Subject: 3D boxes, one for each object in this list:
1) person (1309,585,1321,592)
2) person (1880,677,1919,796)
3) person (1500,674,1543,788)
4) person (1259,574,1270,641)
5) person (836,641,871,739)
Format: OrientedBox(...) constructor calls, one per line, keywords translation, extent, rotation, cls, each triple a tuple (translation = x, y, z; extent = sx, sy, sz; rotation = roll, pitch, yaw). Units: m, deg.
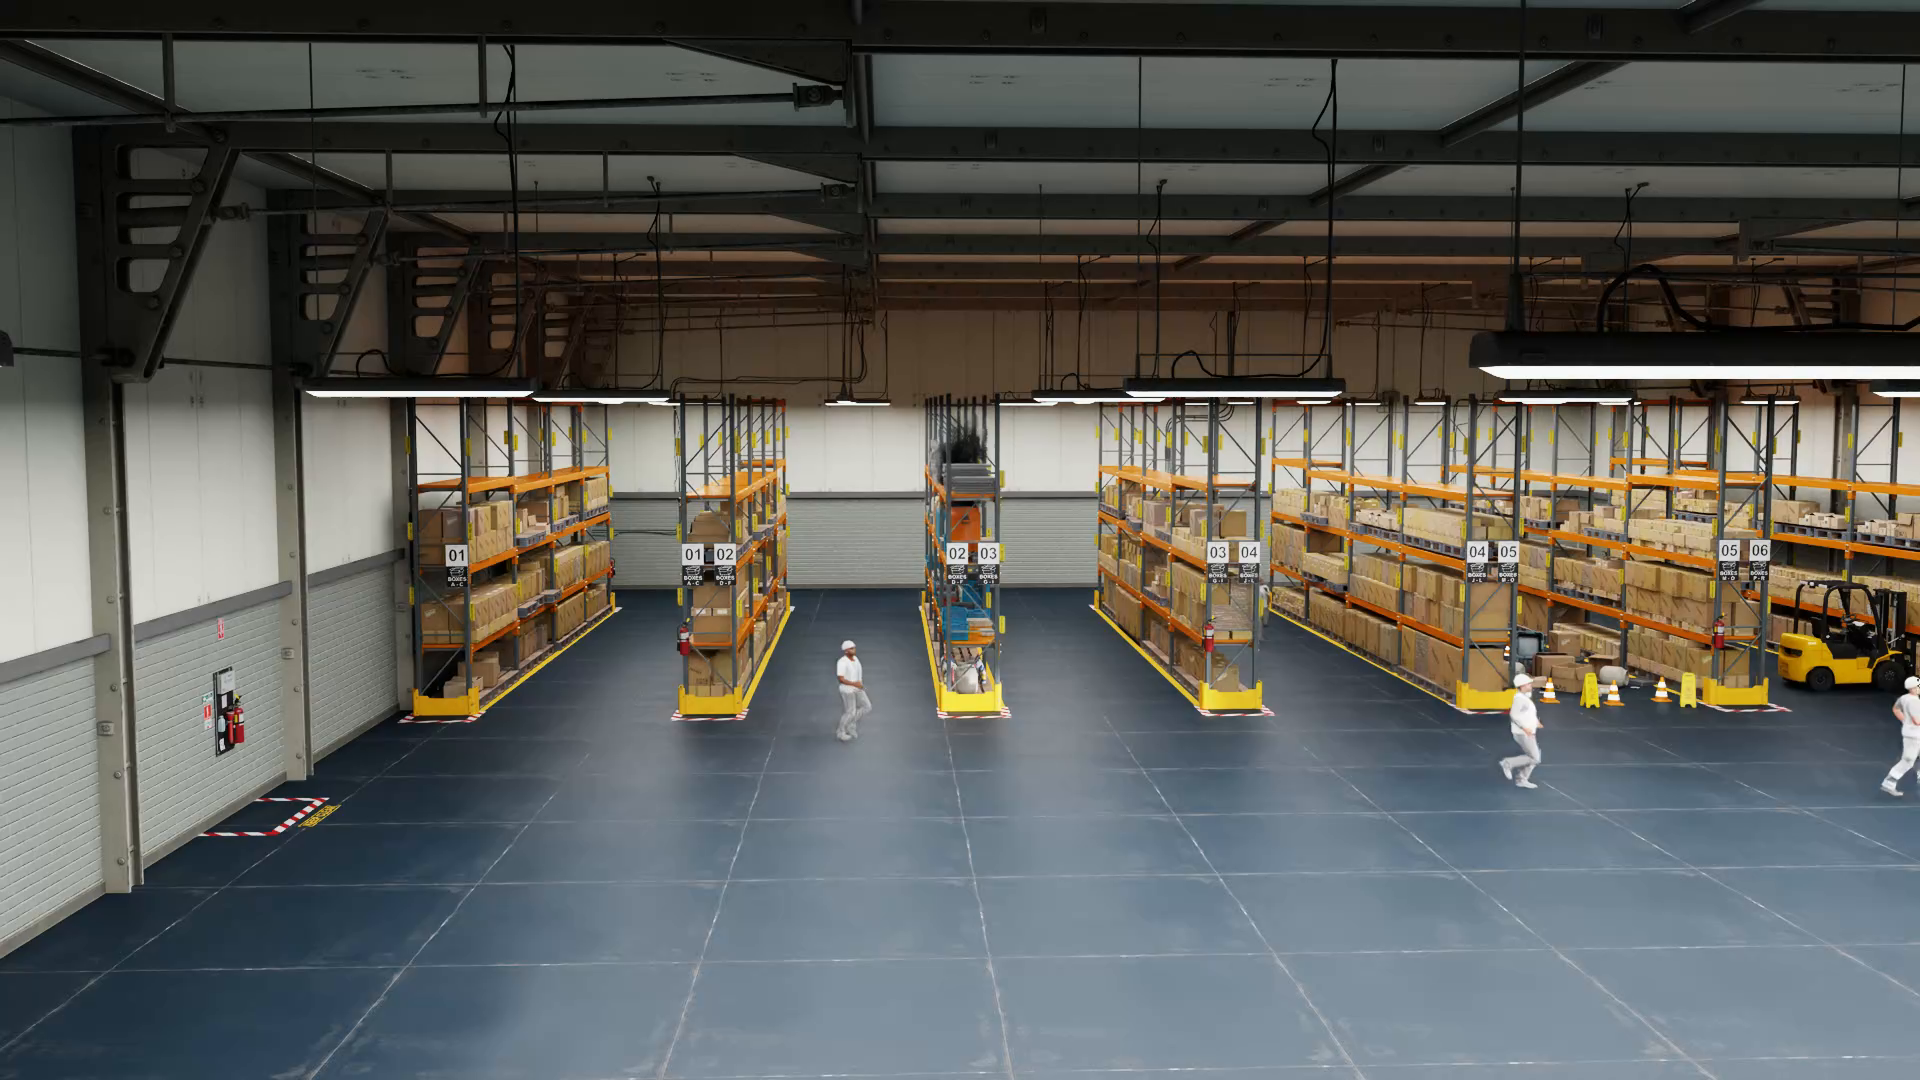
OrientedBox(translation=(10.353, 1.008, 48.876), extent=(0.737, 1.757, 0.577), rotation=(-3, 5, -32), cls="person")
OrientedBox(translation=(13.878, 2.901, 24.221), extent=(0.765, 1.831, 0.632), rotation=(3, 5, 30), cls="person")
OrientedBox(translation=(8.484, 2.884, 25.111), extent=(0.583, 1.729, 0.665), rotation=(2, 5, 23), cls="person")
OrientedBox(translation=(7.396, 1.650, 41.076), extent=(0.579, 1.654, 0.678), rotation=(-1, 5, -10), cls="person")
OrientedBox(translation=(-1.849, 2.588, 28.691), extent=(0.633, 1.725, 0.712), rotation=(2, 5, 28), cls="person")
